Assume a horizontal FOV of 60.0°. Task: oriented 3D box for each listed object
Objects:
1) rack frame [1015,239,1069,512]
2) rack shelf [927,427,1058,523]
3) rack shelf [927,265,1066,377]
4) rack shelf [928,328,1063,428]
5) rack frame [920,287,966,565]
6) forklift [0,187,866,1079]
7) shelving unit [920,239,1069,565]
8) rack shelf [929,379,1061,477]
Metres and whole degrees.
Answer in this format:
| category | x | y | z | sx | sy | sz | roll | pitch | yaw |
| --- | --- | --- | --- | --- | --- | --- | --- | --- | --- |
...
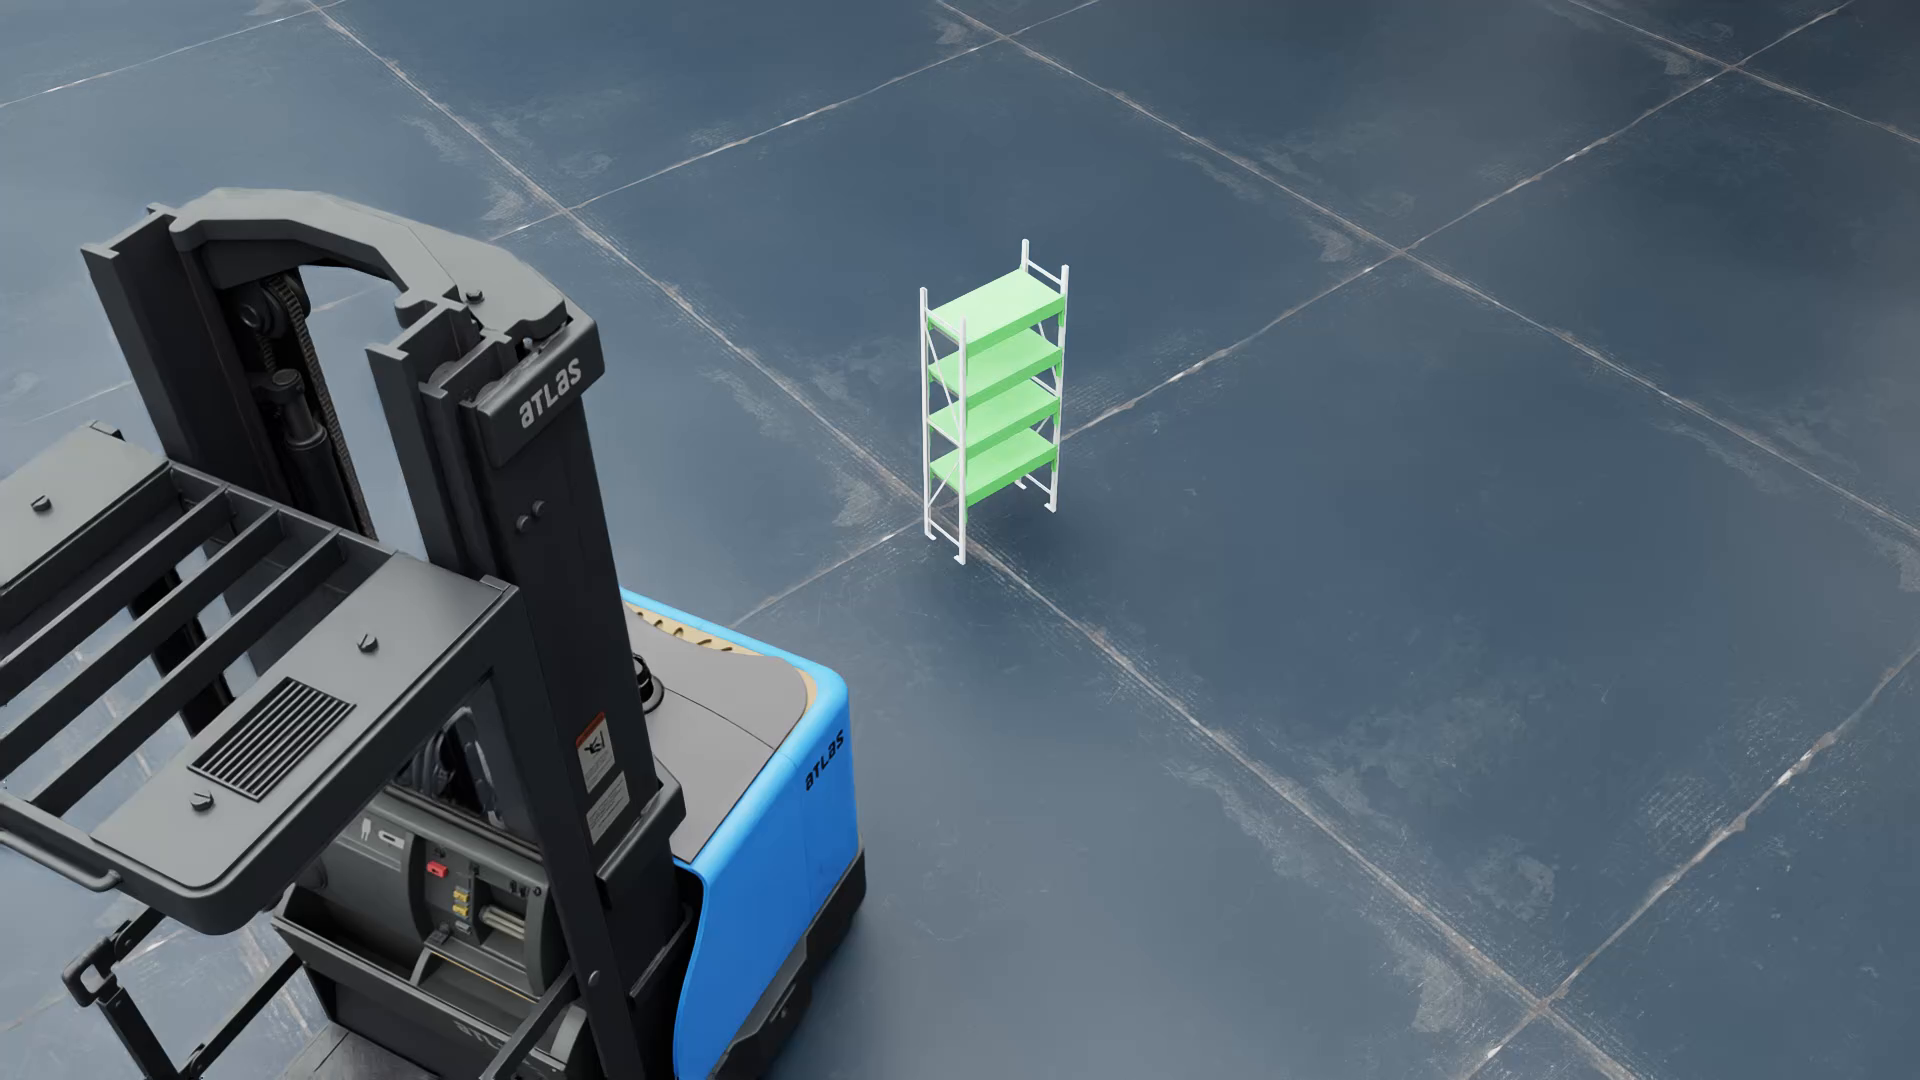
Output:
| category | x | y | z | sx | sy | sz | roll | pitch | yaw |
| --- | --- | --- | --- | --- | --- | --- | --- | --- | --- |
| rack frame | 0.314 | -0.617 | 6.531 | 0.015 | 1.200 | 0.240 | -30 | 51 | -28 |
| rack shelf | 0.127 | -0.289 | 6.625 | 0.480 | 0.148 | 0.258 | -30 | 51 | -28 |
| rack shelf | 0.127 | -0.813 | 6.132 | 0.480 | 0.148 | 0.258 | -30 | 51 | -28 |
| rack shelf | 0.127 | -0.638 | 6.296 | 0.480 | 0.148 | 0.258 | -30 | 51 | -28 |
| rack frame | -0.060 | -0.403 | 6.303 | 0.015 | 1.200 | 0.240 | -30 | 51 | -28 |
| forklift | -1.422 | 0.854 | 3.700 | 1.130 | 2.935 | 3.031 | 19 | 46 | 19 |
| shelving unit | 0.127 | -0.510 | 6.417 | 0.503 | 1.200 | 0.258 | -30 | 51 | -28 |
| rack shelf | 0.127 | -0.463 | 6.460 | 0.480 | 0.148 | 0.258 | -30 | 51 | -28 |
